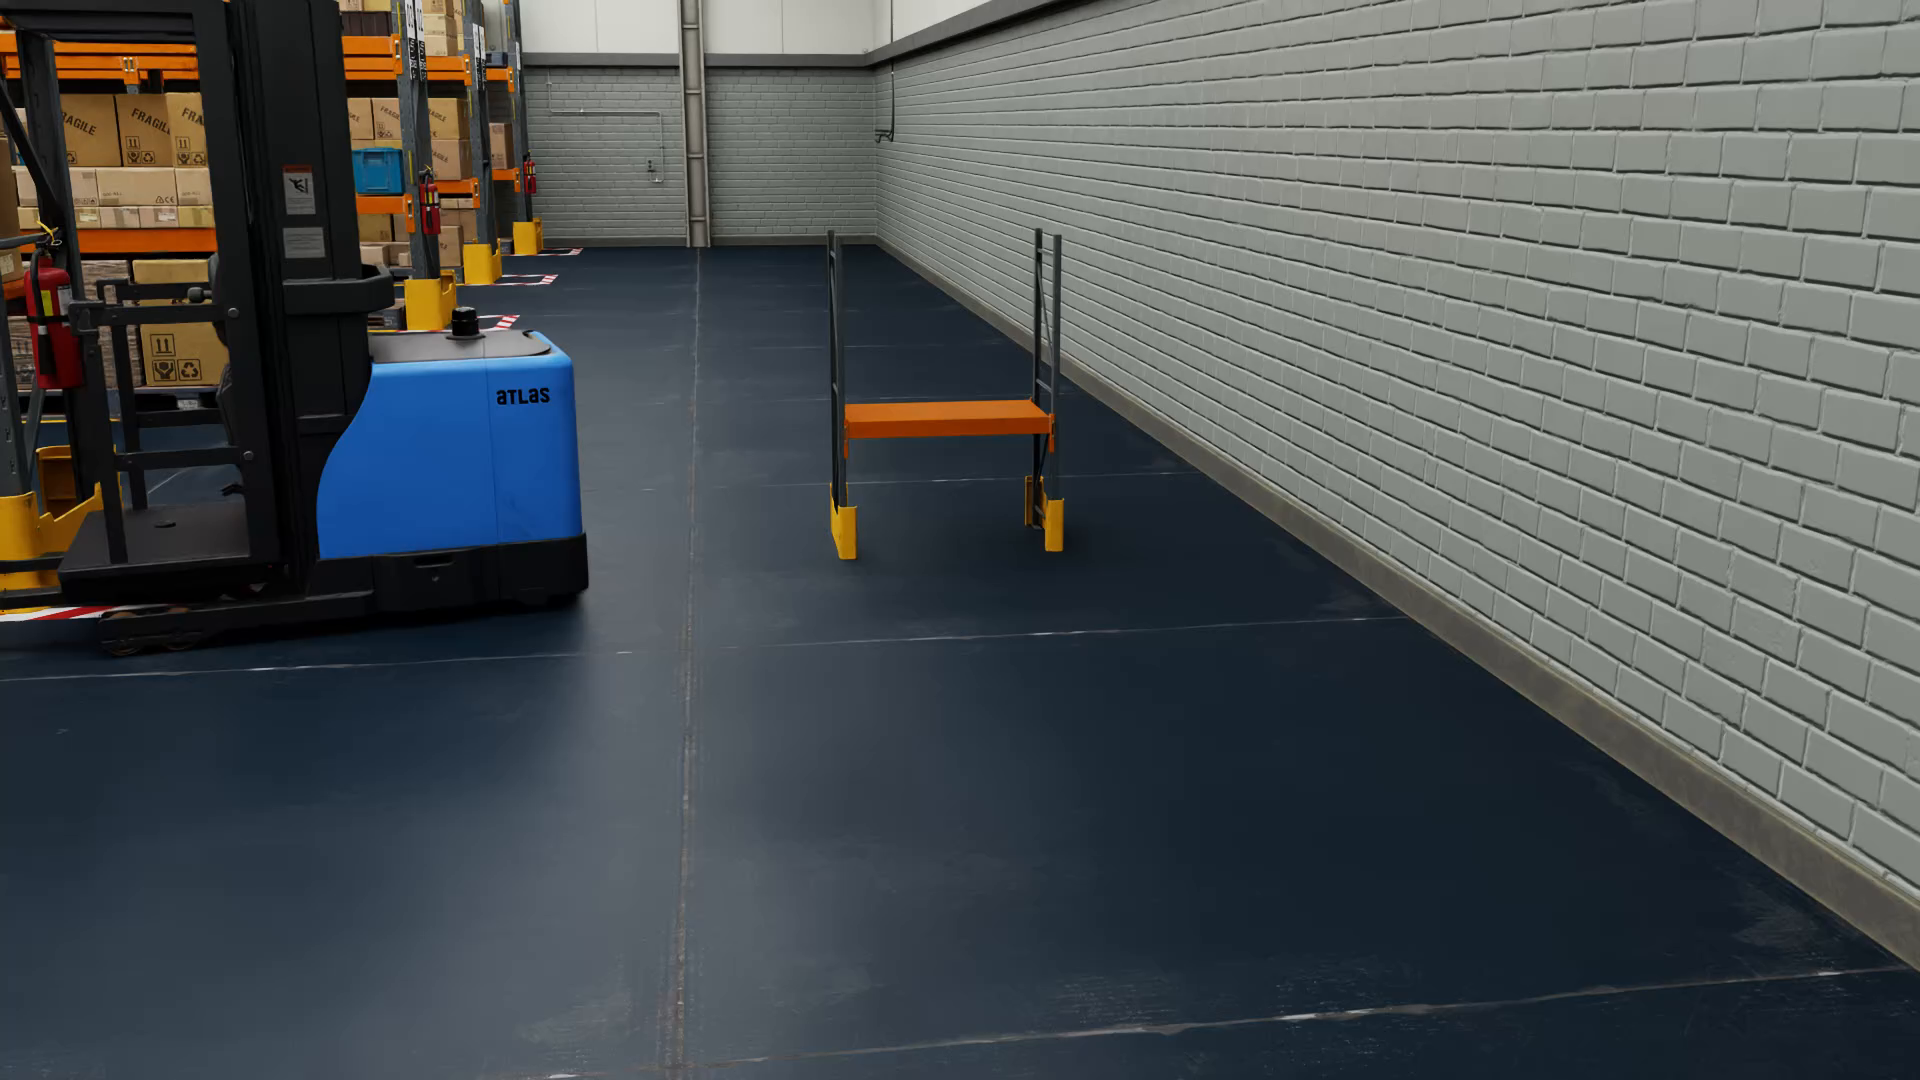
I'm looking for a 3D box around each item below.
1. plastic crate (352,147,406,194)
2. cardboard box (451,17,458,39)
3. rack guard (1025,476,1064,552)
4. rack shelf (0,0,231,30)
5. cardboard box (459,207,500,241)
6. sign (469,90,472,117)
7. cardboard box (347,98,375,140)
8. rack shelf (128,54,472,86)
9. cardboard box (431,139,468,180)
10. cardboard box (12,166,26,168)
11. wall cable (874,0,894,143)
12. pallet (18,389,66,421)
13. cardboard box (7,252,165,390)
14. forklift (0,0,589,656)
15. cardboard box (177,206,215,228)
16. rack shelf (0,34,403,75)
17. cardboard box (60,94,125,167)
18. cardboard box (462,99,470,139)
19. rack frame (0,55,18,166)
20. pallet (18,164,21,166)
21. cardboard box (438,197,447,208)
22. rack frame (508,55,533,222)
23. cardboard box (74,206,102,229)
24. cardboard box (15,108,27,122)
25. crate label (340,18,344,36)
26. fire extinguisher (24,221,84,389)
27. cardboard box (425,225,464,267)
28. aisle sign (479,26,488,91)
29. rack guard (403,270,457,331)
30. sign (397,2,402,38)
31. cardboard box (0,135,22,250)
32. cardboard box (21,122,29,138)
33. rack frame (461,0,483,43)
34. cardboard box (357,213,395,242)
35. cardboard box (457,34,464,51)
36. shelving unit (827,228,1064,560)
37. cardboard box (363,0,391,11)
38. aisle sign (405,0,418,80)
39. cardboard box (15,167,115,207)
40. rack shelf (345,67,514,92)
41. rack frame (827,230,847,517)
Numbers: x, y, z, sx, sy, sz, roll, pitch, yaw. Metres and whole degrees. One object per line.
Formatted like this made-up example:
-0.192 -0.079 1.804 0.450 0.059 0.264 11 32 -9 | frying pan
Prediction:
-5.734 -3.663 16.464 0.499 0.435 0.616 -2 14 -8 | plastic crate
-6.712 -6.534 21.222 0.500 0.250 0.500 -2 14 -8 | cardboard box
0.417 -0.137 8.252 0.087 0.250 0.587 -2 14 -8 | rack guard
-6.671 -3.516 11.386 4.000 0.370 1.077 -2 14 -8 | rack shelf
-7.584 -4.998 26.261 0.500 0.500 0.700 -2 14 -8 | cardboard box
-6.102 -5.446 20.740 0.005 0.325 0.100 -2 14 -8 | sign
-7.576 -5.278 20.839 0.500 0.500 0.500 -2 14 -7 | cardboard box
-8.143 -5.899 20.888 4.000 0.370 1.077 -2 14 -8 | rack shelf
-6.567 -4.832 21.117 0.500 0.500 0.500 -2 14 -7 | cardboard box
-6.733 -2.543 11.893 0.500 0.250 0.500 -2 14 -9 | cardboard box
-1.261 -7.579 26.328 0.112 2.526 3.097 -2 14 -8 | wall cable
-6.676 -1.038 11.928 1.213 0.211 1.003 -2 14 -8 | pallet
-6.214 -1.580 11.859 0.875 0.875 0.875 -2 14 -8 | cardboard box
-3.161 -1.119 6.659 3.031 2.935 1.130 -5 15 -21 | forklift
-5.253 -2.258 11.577 0.250 0.149 0.380 -2 14 -8 | cardboard box
-7.409 -4.707 16.137 4.000 0.370 1.077 -2 14 -8 | rack shelf
-6.214 -2.927 11.880 0.500 0.500 0.500 -2 14 -10 | cardboard box
-6.643 -5.446 21.510 0.500 0.500 0.500 -2 14 -7 | cardboard box
-9.386 -3.528 16.125 0.127 3.000 1.000 -2 14 -8 | rack frame
-12.153 -4.554 20.607 1.213 0.211 1.003 -2 14 -8 | pallet
-8.239 -5.338 26.282 0.250 0.149 0.380 -2 14 -8 | cardboard box
-6.907 -6.056 26.205 0.127 3.000 1.000 -2 14 -8 | rack frame
-6.006 -2.231 11.467 0.250 0.149 0.380 -2 14 -10 | cardboard box
-13.799 -6.307 24.804 0.500 0.250 0.500 -2 14 -9 | cardboard box
-6.391 -5.101 16.533 0.502 0.251 0.408 -2 14 -8 | crate label
-3.736 -0.965 6.829 0.183 0.674 0.296 -2 14 -8 | fire extinguisher
-6.666 -3.787 21.390 0.500 0.500 0.500 -2 14 -8 | cardboard box
-6.141 -6.199 21.430 0.004 0.787 0.394 -2 14 -8 | aisle sign
-5.409 -2.465 17.023 0.348 0.500 1.175 -2 14 -8 | rack guard
-5.333 -4.946 15.826 0.005 0.325 0.100 -2 14 -8 | sign
-4.539 -1.528 7.332 0.500 0.500 0.500 -1 14 -6 | cardboard box
-11.293 -4.969 20.799 0.500 0.500 0.700 0 14 1 | cardboard box
-6.165 -7.775 20.725 0.127 3.000 1.000 -2 14 -8 | rack frame
-9.102 -4.941 26.031 0.500 0.500 0.700 -2 14 -7 | cardboard box
-7.591 -7.600 25.435 0.500 0.250 0.500 -2 14 -7 | cardboard box
-0.075 -0.725 8.028 1.083 1.500 0.587 -2 14 -8 | shelving unit
-7.178 -6.833 20.875 0.500 0.500 0.700 -2 14 -8 | cardboard box
-5.316 -4.867 16.116 0.004 0.787 0.394 -2 14 -8 | aisle sign
-6.138 -2.435 11.463 0.500 0.250 0.500 -3 14 -10 | cardboard box
-8.884 -7.090 25.639 4.000 0.370 1.077 -2 14 -8 | rack shelf
-0.587 -0.706 7.954 0.032 1.500 0.500 -2 14 -8 | rack frame
